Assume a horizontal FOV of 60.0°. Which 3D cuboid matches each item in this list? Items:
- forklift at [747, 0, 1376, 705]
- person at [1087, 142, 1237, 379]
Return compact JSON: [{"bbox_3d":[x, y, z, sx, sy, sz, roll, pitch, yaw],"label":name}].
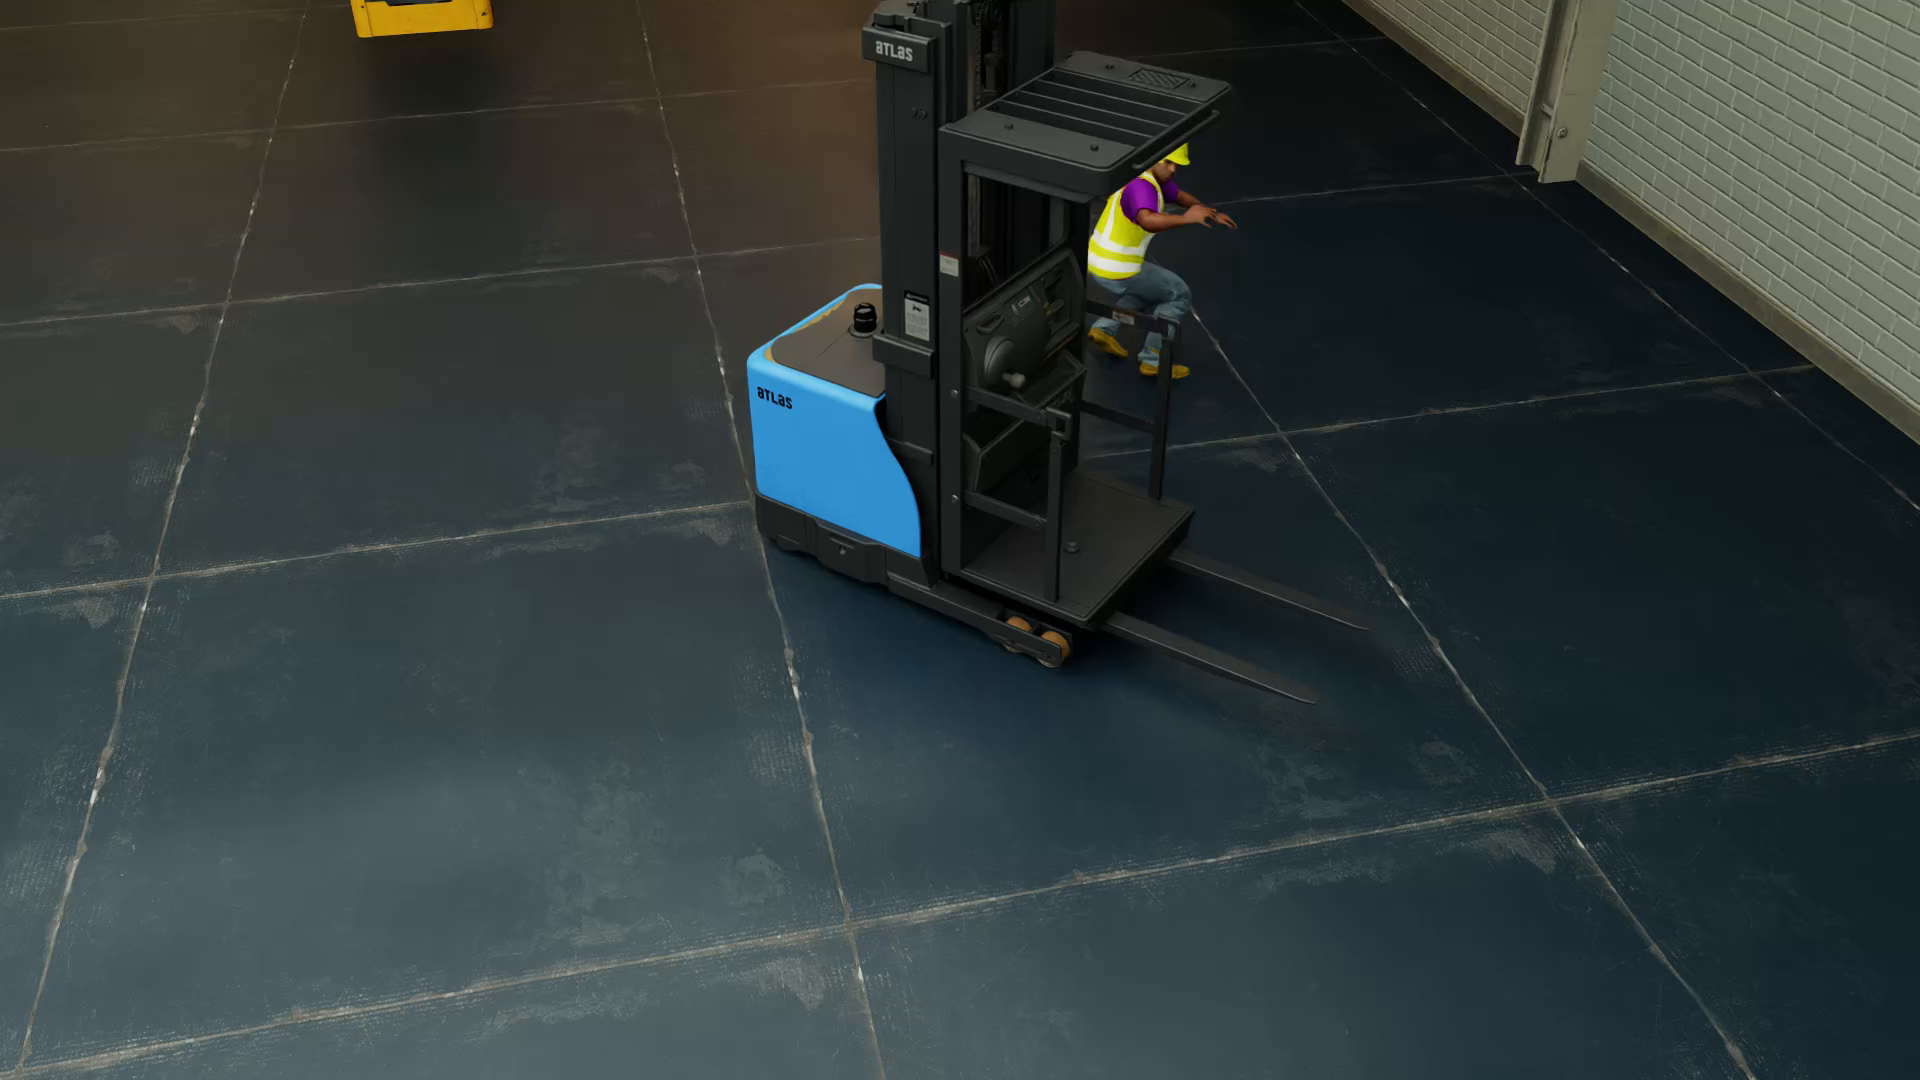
[{"bbox_3d":[0.469,-0.952,7.374,3.031,2.935,1.130,21,41,27],"label":"forklift"},{"bbox_3d":[1.223,-1.653,9.601,0.992,1.478,0.837,-6,36,-9],"label":"person"}]
